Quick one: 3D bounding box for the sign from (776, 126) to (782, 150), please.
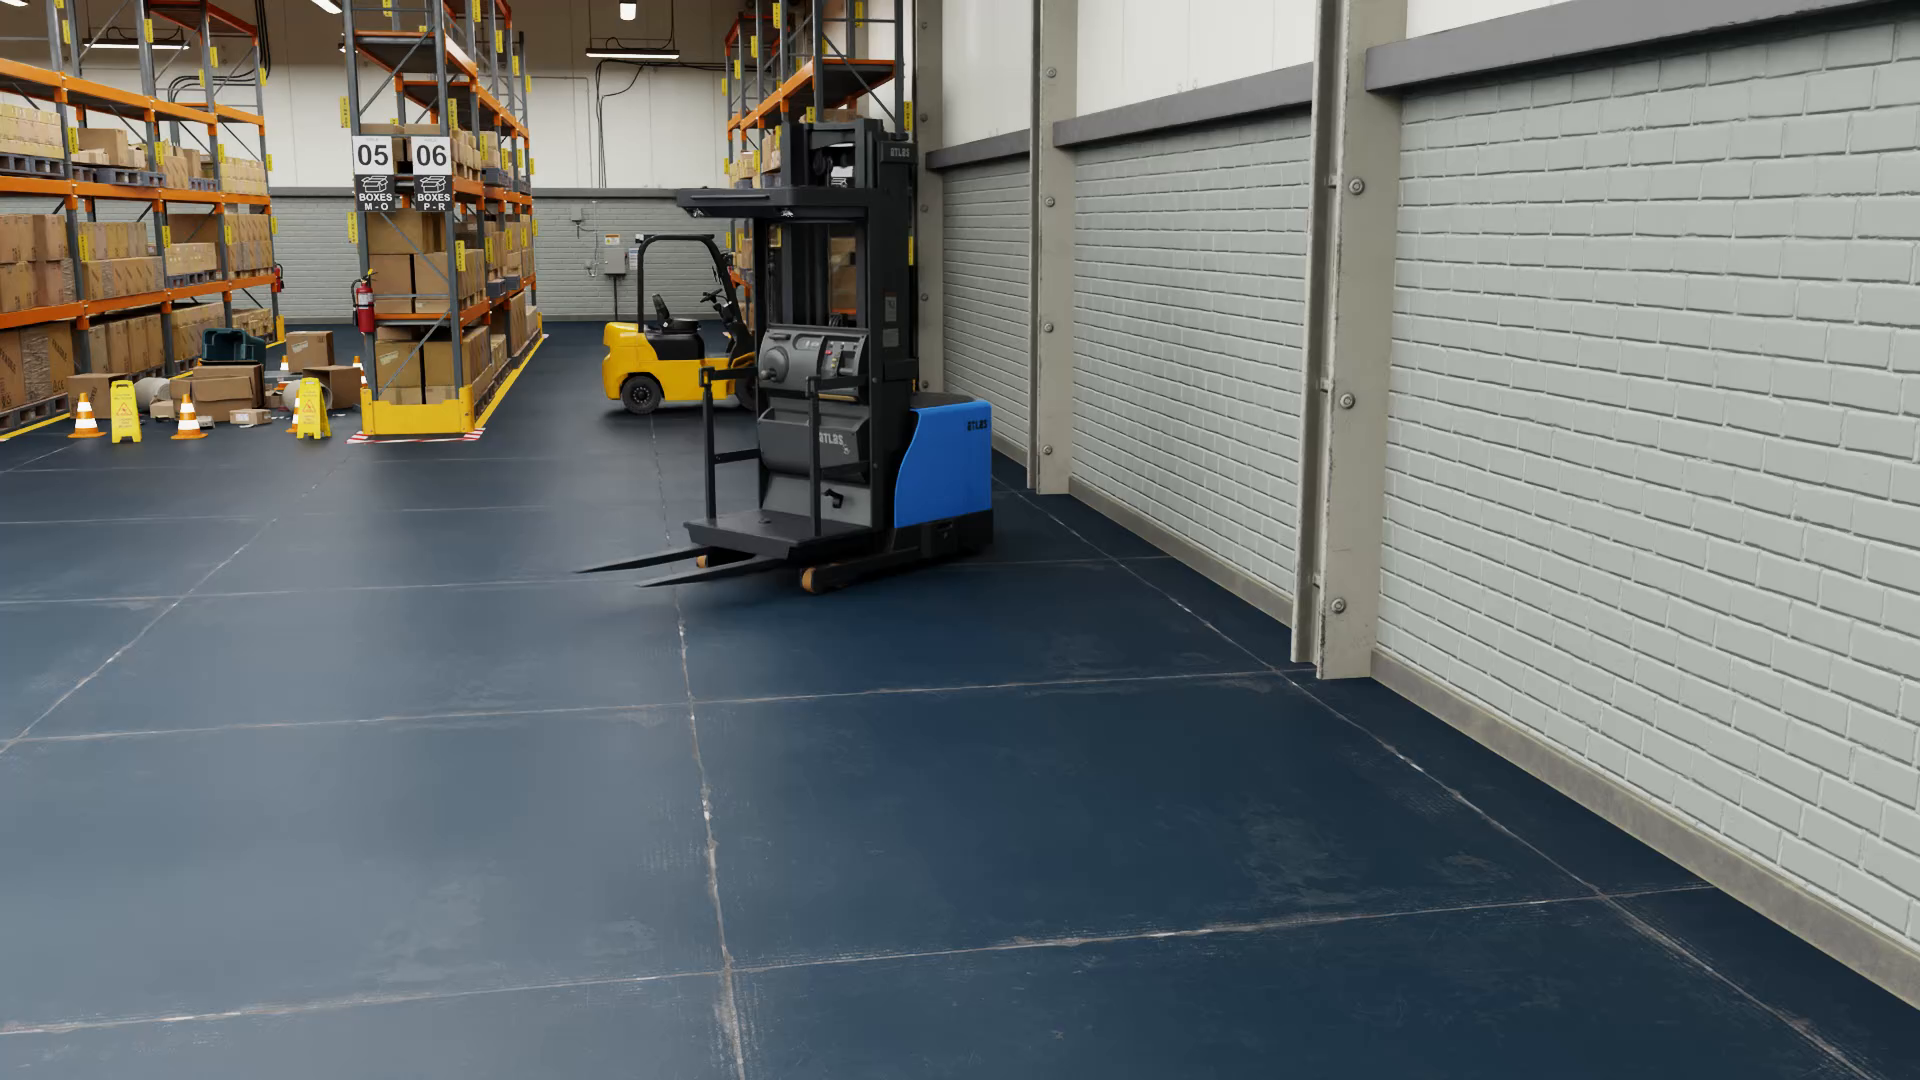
[{"bbox_3d":[-2.444,-5.440,22.510,0.100,0.325,0.005,-2,11,-11],"label":"sign"}]

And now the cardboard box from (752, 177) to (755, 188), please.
[{"bbox_3d":[-3.226,-5.982,27.984,0.500,0.250,0.500,-2,11,-11],"label":"cardboard box"}]

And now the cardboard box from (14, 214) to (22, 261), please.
[{"bbox_3d":[-11.278,-3.438,18.946,0.875,0.550,0.500,-2,11,-11],"label":"cardboard box"}]

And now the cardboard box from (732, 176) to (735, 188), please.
[{"bbox_3d":[-4.223,-7.048,32.789,0.500,0.250,0.500,-2,11,-13],"label":"cardboard box"}]

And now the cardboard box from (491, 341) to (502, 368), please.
[{"bbox_3d":[-7.167,-2.669,24.103,0.950,0.372,0.625,-2,11,-9],"label":"cardboard box"}]

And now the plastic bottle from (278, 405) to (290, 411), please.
[{"bbox_3d":[-8.371,-1.650,20.702,0.133,0.061,0.283,0,11,-1],"label":"plastic bottle"}]

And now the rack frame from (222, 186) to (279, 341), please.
[{"bbox_3d":[-13.952,-5.401,32.549,1.000,3.000,0.127,-2,11,-11],"label":"rack frame"}]

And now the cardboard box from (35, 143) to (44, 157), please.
[{"bbox_3d":[-11.083,-4.610,19.653,0.380,0.149,0.250,-2,11,-11],"label":"cardboard box"}]

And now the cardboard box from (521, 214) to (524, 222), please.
[{"bbox_3d":[-8.313,-5.981,30.923,0.380,0.149,0.250,-2,11,-13],"label":"cardboard box"}]

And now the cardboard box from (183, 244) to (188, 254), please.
[{"bbox_3d":[-12.553,-4.641,26.518,0.380,0.149,0.250,-2,11,-9],"label":"cardboard box"}]

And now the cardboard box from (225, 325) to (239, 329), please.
[{"bbox_3d":[-12.930,-3.697,29.305,0.380,0.149,0.250,-2,11,-8],"label":"cardboard box"}]

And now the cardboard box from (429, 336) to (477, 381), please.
[{"bbox_3d":[-6.001,-2.147,19.679,0.500,0.500,0.500,-3,11,-13],"label":"cardboard box"}]

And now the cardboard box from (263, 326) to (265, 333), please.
[{"bbox_3d":[-13.529,-4.023,31.810,0.380,0.149,0.250,-2,11,-11],"label":"cardboard box"}]

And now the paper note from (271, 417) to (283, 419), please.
[{"bbox_3d":[-8.158,-1.463,19.831,0.148,0.019,0.142,2,11,9],"label":"paper note"}]

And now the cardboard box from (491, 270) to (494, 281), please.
[{"bbox_3d":[-6.619,-3.640,22.849,0.380,0.149,0.250,-2,11,-10],"label":"cardboard box"}]

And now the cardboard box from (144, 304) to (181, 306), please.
[{"bbox_3d":[-13.183,-3.771,27.544,0.500,0.250,0.500,-2,11,-9],"label":"cardboard box"}]

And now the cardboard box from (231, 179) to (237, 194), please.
[{"bbox_3d":[-13.111,-6.253,29.406,0.500,0.250,0.500,-2,11,-12],"label":"cardboard box"}]

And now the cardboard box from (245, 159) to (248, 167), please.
[{"bbox_3d":[-13.381,-6.956,30.695,0.380,0.149,0.250,-2,11,-10],"label":"cardboard box"}]

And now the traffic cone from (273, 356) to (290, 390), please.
[{"bbox_3d":[-9.434,-2.346,23.282,0.336,0.463,0.334,-2,11,-11],"label":"traffic cone"}]

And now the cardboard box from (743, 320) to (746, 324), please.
[{"bbox_3d":[-3.936,-4.067,31.731,0.396,0.266,0.258,-2,11,-9],"label":"cardboard box"}]

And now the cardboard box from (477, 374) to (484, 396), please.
[{"bbox_3d":[-6.100,-1.872,20.240,0.500,0.250,0.500,-1,11,-7],"label":"cardboard box"}]

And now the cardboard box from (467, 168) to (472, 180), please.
[{"bbox_3d":[-6.235,-4.513,20.532,0.380,0.149,0.250,-2,11,-9],"label":"cardboard box"}]

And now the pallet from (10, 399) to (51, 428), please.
[{"bbox_3d":[-11.306,-1.464,19.321,1.003,0.211,1.213,-2,11,-11],"label":"pallet"}]

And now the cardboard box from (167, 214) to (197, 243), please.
[{"bbox_3d":[-13.530,-5.430,28.966,0.500,0.500,0.500,-3,11,-13],"label":"cardboard box"}]

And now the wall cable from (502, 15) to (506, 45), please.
[{"bbox_3d":[-11.526,-12.783,37.639,2.355,3.000,0.029,-2,11,-11],"label":"wall cable"}]

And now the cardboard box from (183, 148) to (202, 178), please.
[{"bbox_3d":[-13.208,-6.323,27.980,0.700,0.500,0.500,-2,11,-11],"label":"cardboard box"}]

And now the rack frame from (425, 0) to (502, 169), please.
[{"bbox_3d":[-7.560,-7.079,25.323,1.000,3.000,0.127,-2,11,-11],"label":"rack frame"}]

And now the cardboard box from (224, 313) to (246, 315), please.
[{"bbox_3d":[-13.307,-4.077,30.504,0.380,0.149,0.250,-3,11,-13],"label":"cardboard box"}]

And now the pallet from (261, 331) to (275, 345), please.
[{"bbox_3d":[-13.814,-3.867,31.947,1.003,0.211,1.213,-2,11,-11],"label":"pallet"}]

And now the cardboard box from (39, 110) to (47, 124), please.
[{"bbox_3d":[-11.137,-5.049,19.829,0.380,0.149,0.250,-2,11,-11],"label":"cardboard box"}]

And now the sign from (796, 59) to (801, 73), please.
[{"bbox_3d":[-2.927,-8.552,30.139,0.100,0.325,0.005,-2,11,-11],"label":"sign"}]

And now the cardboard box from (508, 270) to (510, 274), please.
[{"bbox_3d":[-7.408,-4.157,26.417,0.500,0.250,0.500,-2,11,-12],"label":"cardboard box"}]

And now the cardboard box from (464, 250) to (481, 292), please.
[{"bbox_3d":[-6.239,-3.332,20.618,0.500,0.500,0.500,-2,11,-9],"label":"cardboard box"}]

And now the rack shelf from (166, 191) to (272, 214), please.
[{"bbox_3d":[-13.563,-6.154,30.409,1.077,0.370,4.000,-2,11,-11],"label":"rack shelf"}]

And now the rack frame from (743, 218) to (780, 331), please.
[{"bbox_3d":[-3.470,-5.047,30.690,1.000,3.000,0.127,-2,11,-11],"label":"rack frame"}]

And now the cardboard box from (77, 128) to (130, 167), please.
[{"bbox_3d":[-11.783,-5.403,22.881,0.500,0.500,0.500,-2,11,-11],"label":"cardboard box"}]

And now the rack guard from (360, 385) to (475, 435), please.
[{"bbox_3d":[-6.019,-1.451,18.482,1.175,0.500,0.348,-2,11,-11],"label":"rack guard"}]

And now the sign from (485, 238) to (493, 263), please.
[{"bbox_3d":[-6.251,-3.845,22.060,0.100,0.325,0.005,-2,11,-11],"label":"sign"}]

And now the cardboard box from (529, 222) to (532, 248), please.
[{"bbox_3d":[-8.658,-5.965,32.573,0.500,0.500,0.500,-2,11,-11],"label":"cardboard box"}]

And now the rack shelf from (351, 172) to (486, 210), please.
[{"bbox_3d":[-6.393,-4.152,19.889,1.077,0.370,4.000,-2,11,-11],"label":"rack shelf"}]

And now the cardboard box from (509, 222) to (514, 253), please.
[{"bbox_3d":[-7.607,-4.958,27.281,0.500,0.500,0.500,-2,11,-9],"label":"cardboard box"}]

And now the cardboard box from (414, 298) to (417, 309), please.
[{"bbox_3d":[-6.465,-2.791,19.508,0.380,0.149,0.250,-2,11,-10],"label":"cardboard box"}]

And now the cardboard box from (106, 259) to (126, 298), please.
[{"bbox_3d":[-11.650,-3.540,22.504,0.500,0.500,0.500,-2,11,-11],"label":"cardboard box"}]

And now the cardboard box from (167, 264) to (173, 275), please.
[{"bbox_3d":[-12.337,-4.155,25.553,0.380,0.149,0.250,-2,11,-8],"label":"cardboard box"}]

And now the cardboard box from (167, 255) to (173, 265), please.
[{"bbox_3d":[-12.348,-4.308,25.562,0.380,0.149,0.250,-2,11,-8],"label":"cardboard box"}]

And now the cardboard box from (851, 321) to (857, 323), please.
[{"bbox_3d":[-1.628,-2.843,22.668,0.500,0.250,0.500,-2,11,-10],"label":"cardboard box"}]

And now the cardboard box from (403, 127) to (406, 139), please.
[{"bbox_3d":[-6.438,-4.601,18.865,0.380,0.149,0.250,-2,11,-11],"label":"cardboard box"}]

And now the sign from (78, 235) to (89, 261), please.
[{"bbox_3d":[-11.074,-3.685,21.005,0.100,0.325,0.005,-2,11,-11],"label":"sign"}]

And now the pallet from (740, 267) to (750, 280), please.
[{"bbox_3d":[-3.421,-4.802,29.917,1.003,0.211,1.213,-2,11,-11],"label":"pallet"}]

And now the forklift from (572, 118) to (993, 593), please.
[{"bbox_3d":[-1.105,-1.209,10.711,1.130,2.935,3.031,9,14,40],"label":"forklift"}]

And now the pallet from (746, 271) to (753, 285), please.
[{"bbox_3d":[-2.892,-4.341,27.493,1.213,0.211,1.003,-2,11,-11],"label":"pallet"}]

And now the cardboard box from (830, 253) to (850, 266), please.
[{"bbox_3d":[-1.478,-3.267,19.337,0.380,0.149,0.250,-2,11,-10],"label":"cardboard box"}]

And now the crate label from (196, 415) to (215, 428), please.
[{"bbox_3d":[-8.589,-1.330,18.817,0.250,0.136,0.298,-9,14,-40],"label":"crate label"}]
